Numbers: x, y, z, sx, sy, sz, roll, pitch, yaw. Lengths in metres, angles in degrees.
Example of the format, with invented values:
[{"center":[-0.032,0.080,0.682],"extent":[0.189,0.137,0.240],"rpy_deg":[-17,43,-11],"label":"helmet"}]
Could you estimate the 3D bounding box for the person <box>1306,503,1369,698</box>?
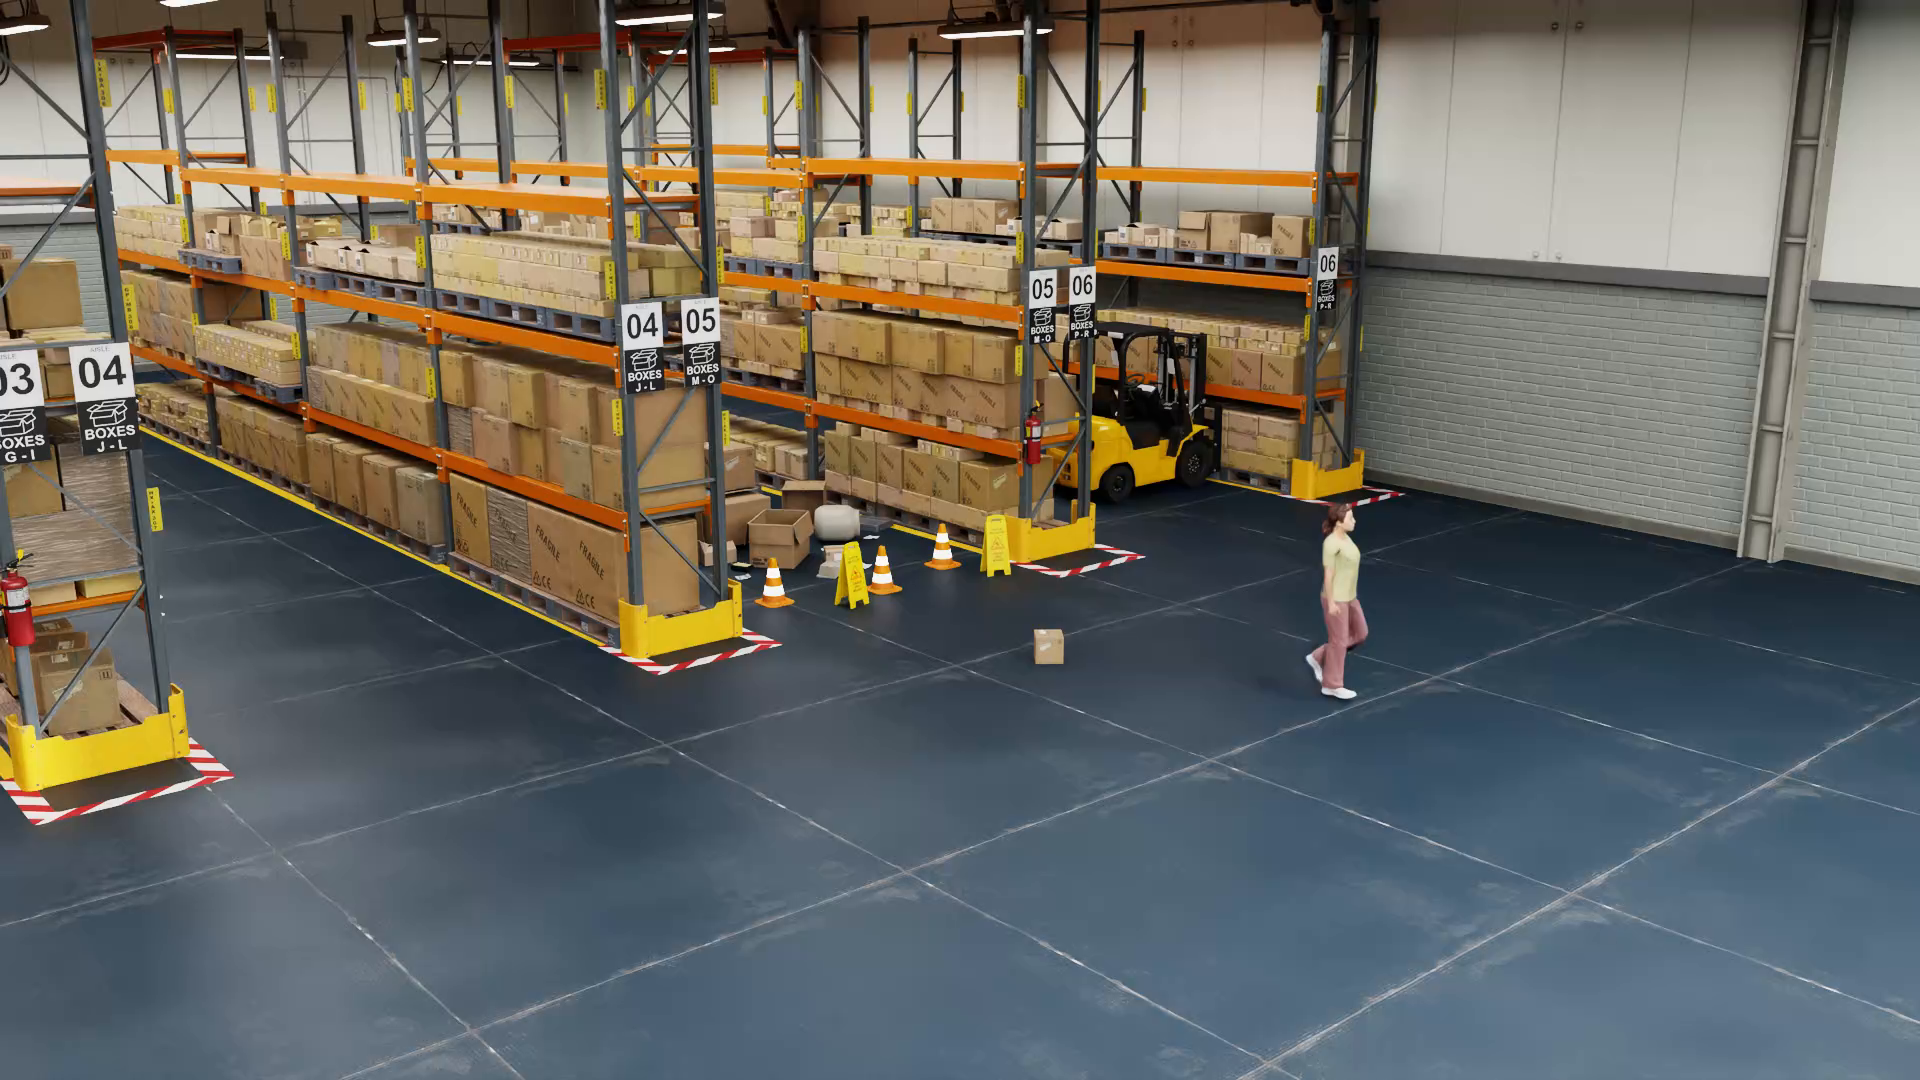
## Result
[{"center":[3.153,0.497,13.946],"extent":[0.503,1.660,0.455],"rpy_deg":[8,16,29],"label":"person"}]
